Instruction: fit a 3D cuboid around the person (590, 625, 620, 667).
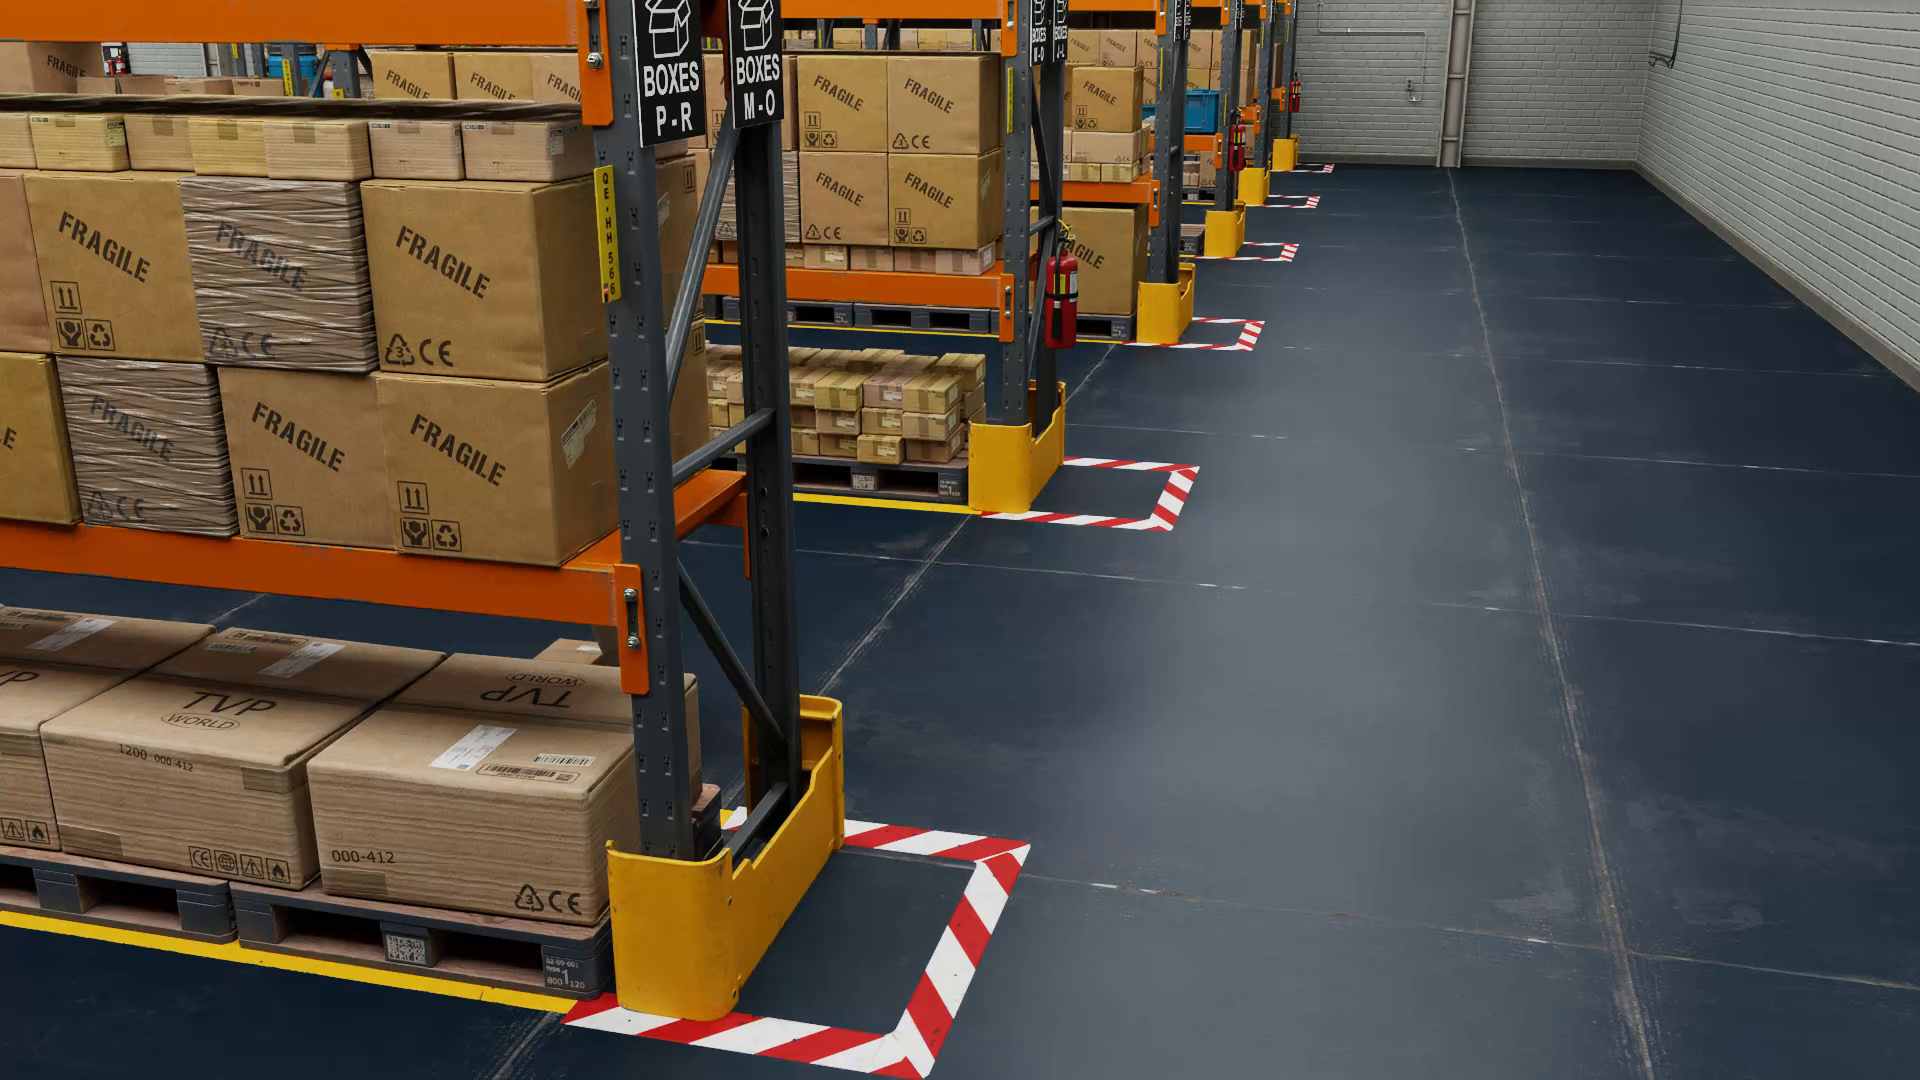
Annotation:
[{"bbox_3d":[-1.282,-0.126,6.435,0.440,1.744,0.602,3,18,10],"label":"person"}]
